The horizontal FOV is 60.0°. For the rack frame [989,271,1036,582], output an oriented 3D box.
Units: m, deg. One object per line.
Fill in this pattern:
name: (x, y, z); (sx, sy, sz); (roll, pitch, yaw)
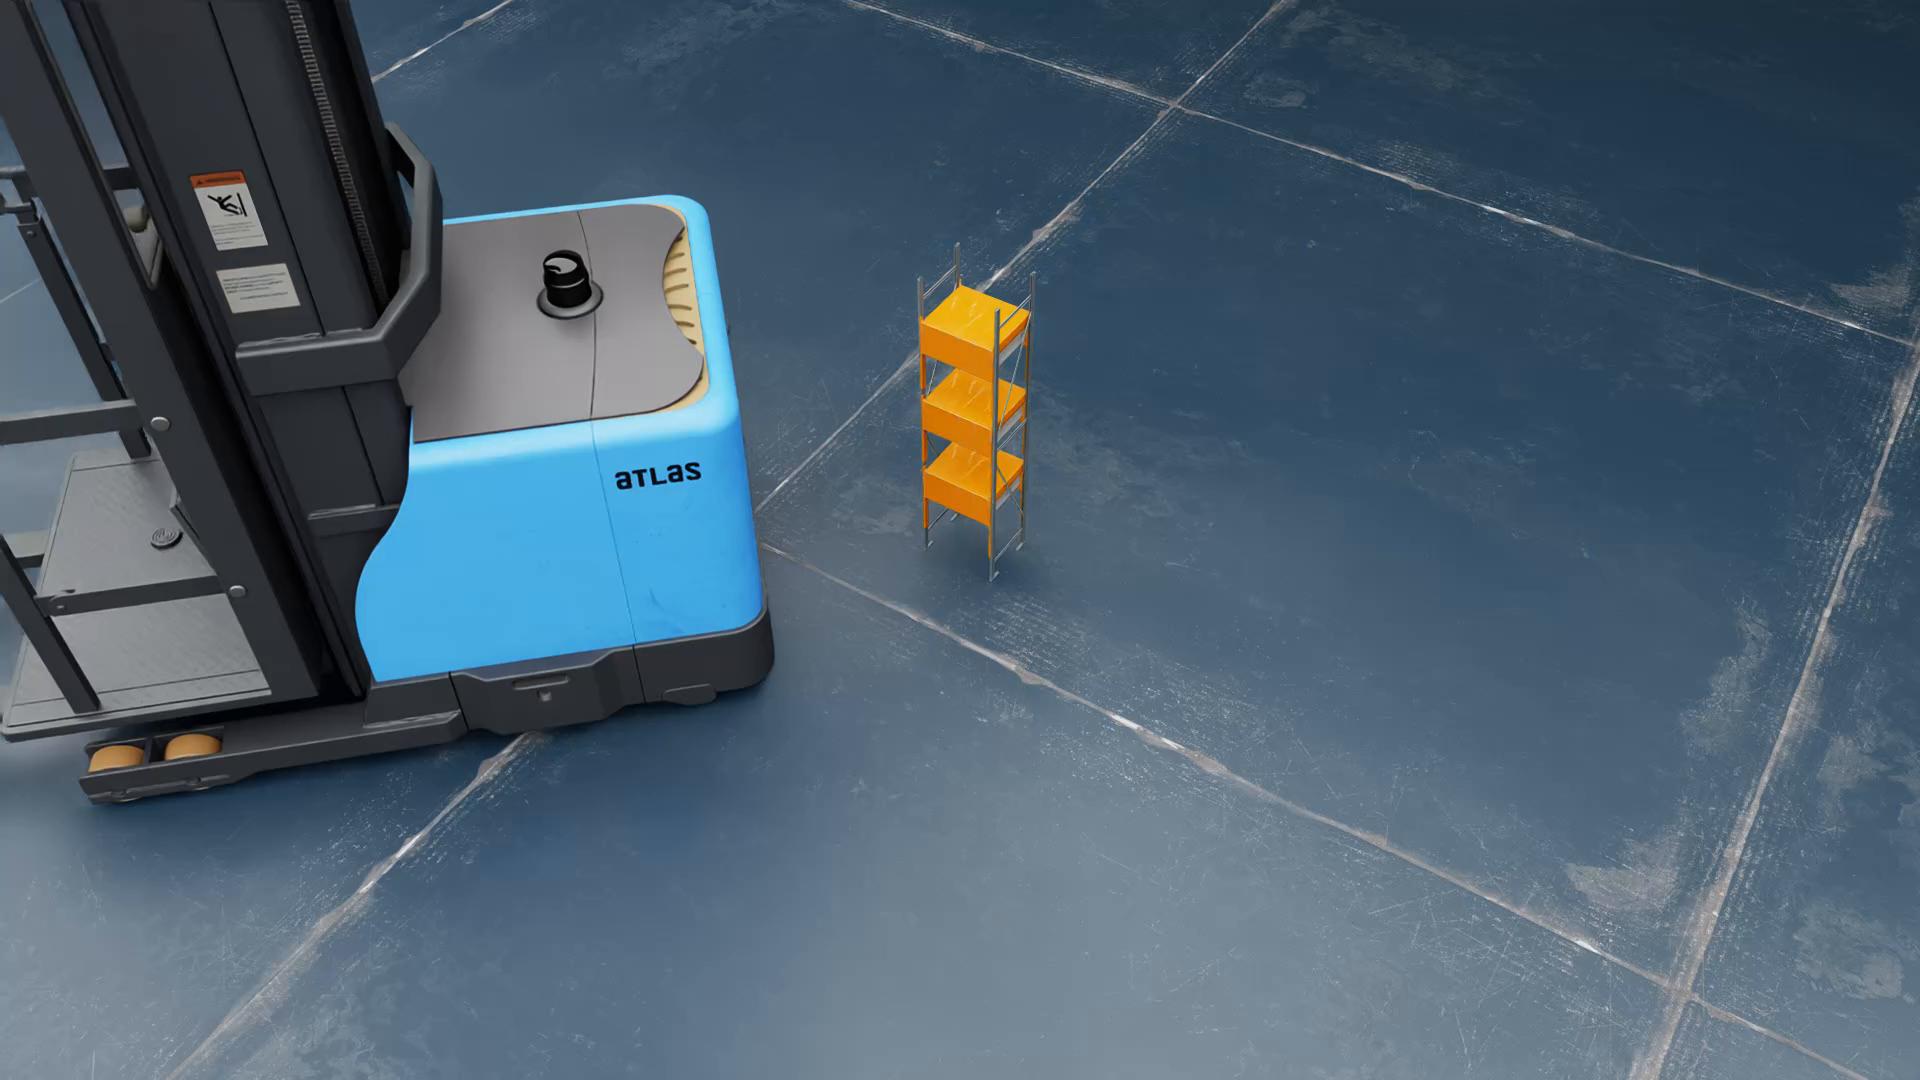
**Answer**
rack frame: (0.148, -0.298, 4.807); (0.008, 1.050, 0.200); (25, 51, 22)

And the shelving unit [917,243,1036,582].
shelving unit: (0.045, -0.345, 4.853); (0.252, 1.050, 0.215); (25, 51, 22)

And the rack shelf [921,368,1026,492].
rack shelf: (0.045, -0.338, 4.861); (0.240, 0.259, 0.215); (25, 51, 22)

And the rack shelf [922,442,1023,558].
rack shelf: (0.045, -0.144, 5.060); (0.240, 0.259, 0.215); (25, 51, 22)

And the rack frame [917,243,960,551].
rack frame: (-0.058, -0.392, 4.899); (0.008, 1.050, 0.200); (25, 51, 22)

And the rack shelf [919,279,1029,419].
rack shelf: (0.045, -0.536, 4.657); (0.240, 0.259, 0.215); (25, 51, 22)

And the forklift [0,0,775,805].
forklift: (-2.106, -0.720, 3.906); (3.031, 2.935, 1.130); (-8, 46, -8)
